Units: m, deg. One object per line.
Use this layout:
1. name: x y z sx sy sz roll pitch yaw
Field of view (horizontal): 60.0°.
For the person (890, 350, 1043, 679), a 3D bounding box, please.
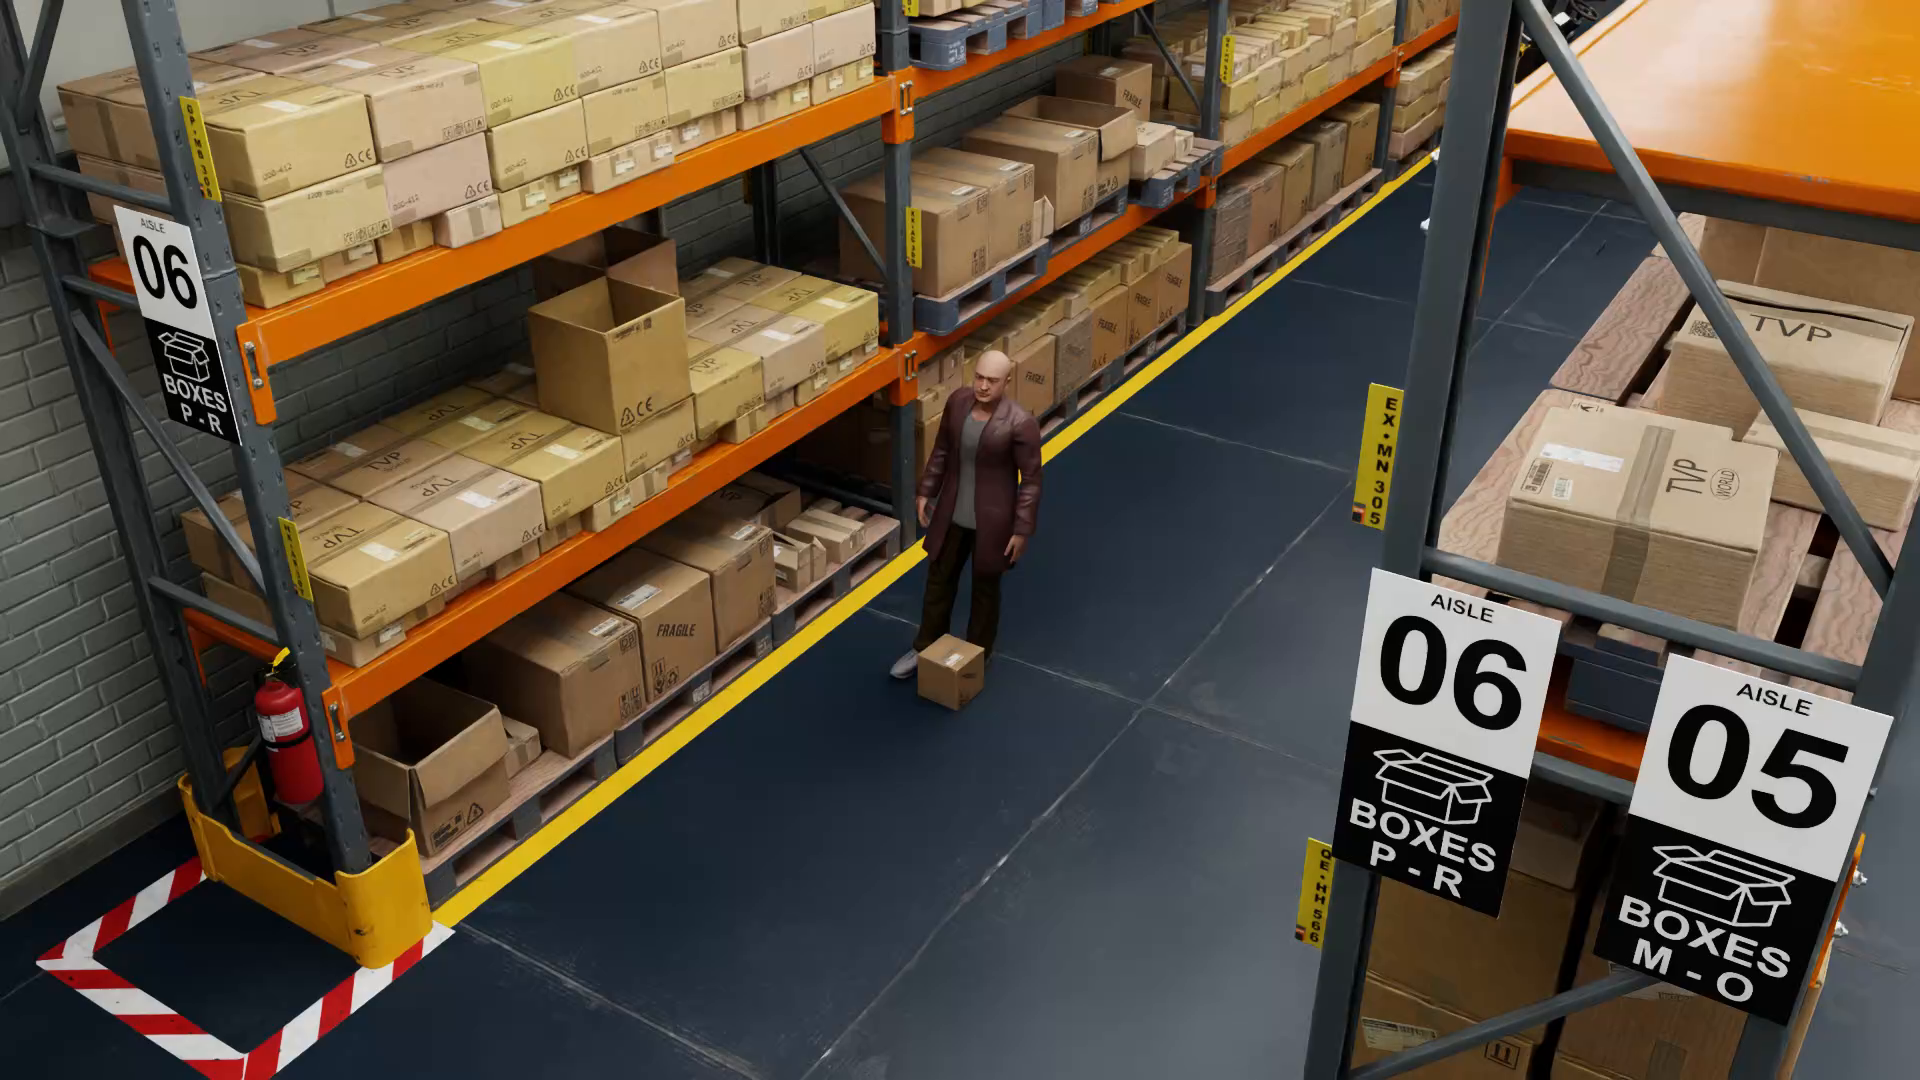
1. person: 0.037 -0.077 8.322 0.698 1.777 0.581 18 35 28
